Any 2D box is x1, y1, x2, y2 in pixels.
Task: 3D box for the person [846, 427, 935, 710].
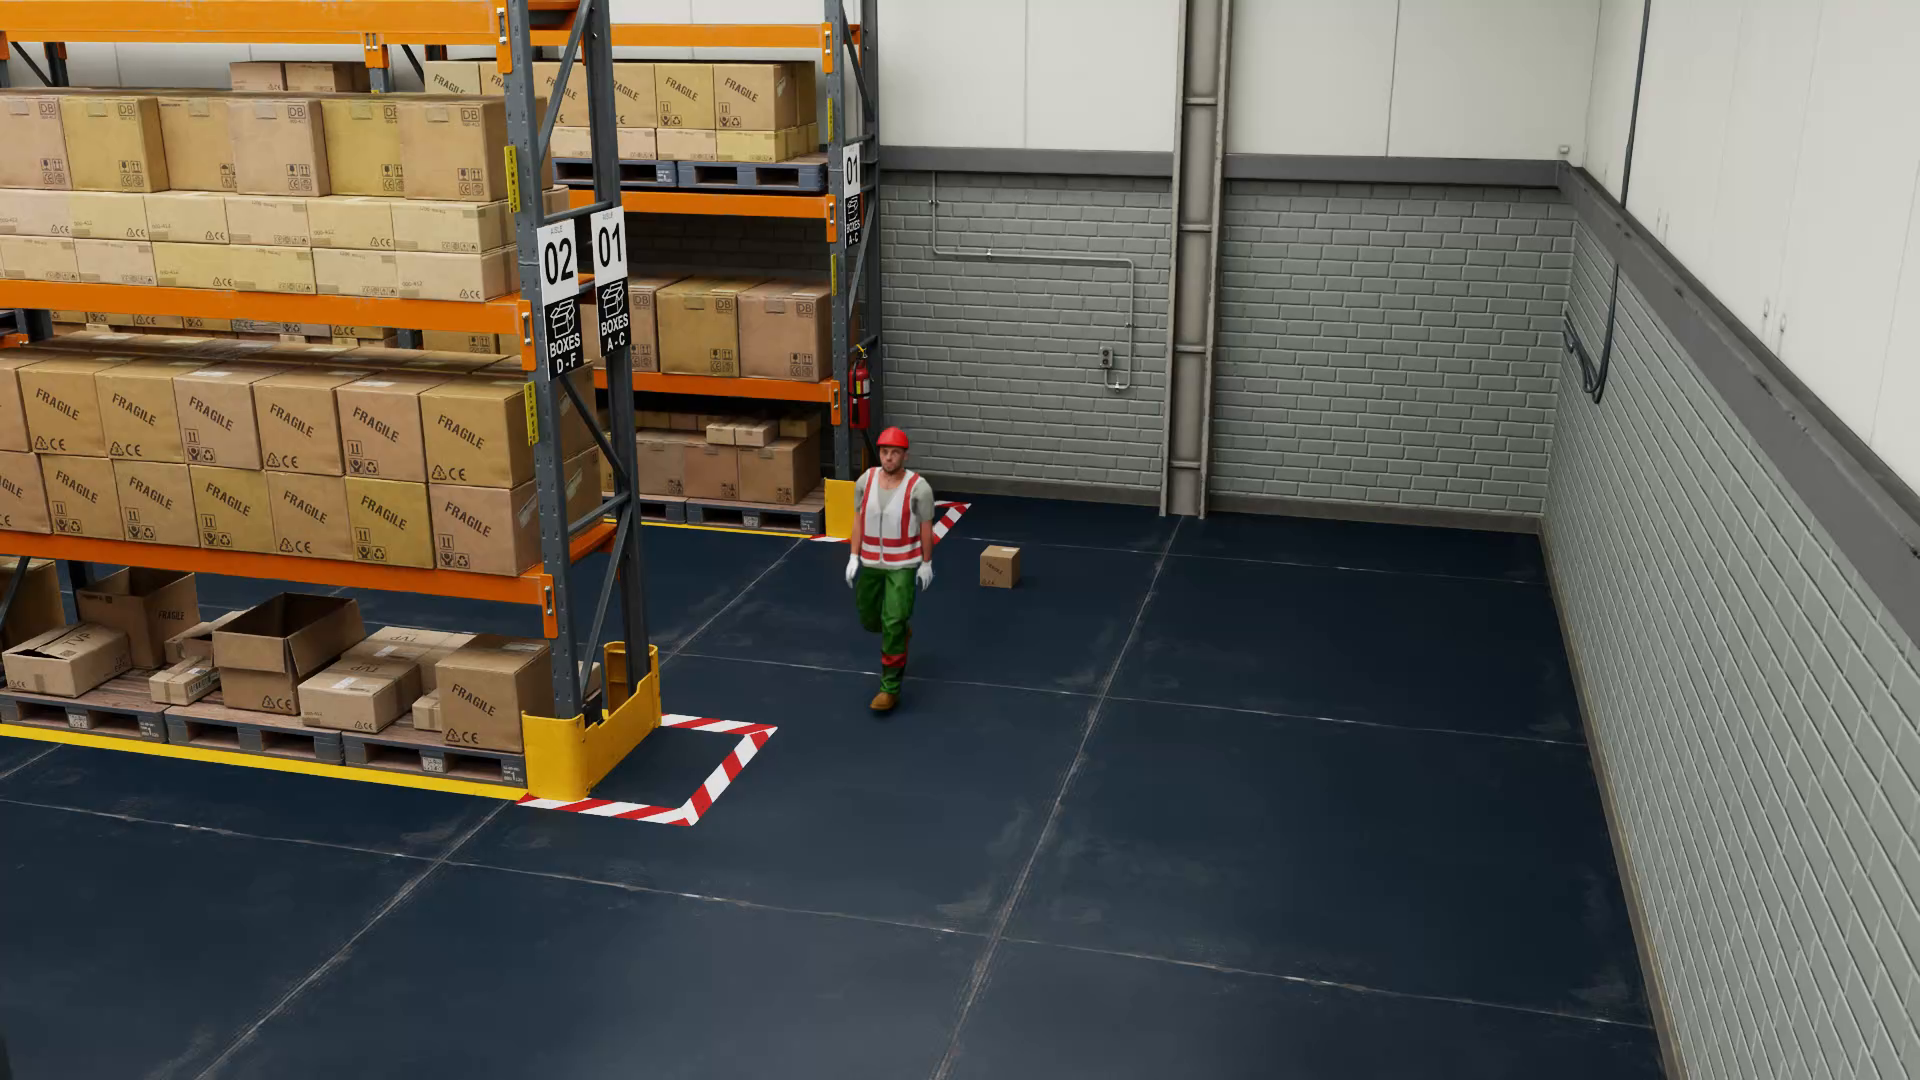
[{"bbox_3d":[-0.430,0.134,10.565,0.541,1.761,0.864,7,19,21],"label":"person"}]
